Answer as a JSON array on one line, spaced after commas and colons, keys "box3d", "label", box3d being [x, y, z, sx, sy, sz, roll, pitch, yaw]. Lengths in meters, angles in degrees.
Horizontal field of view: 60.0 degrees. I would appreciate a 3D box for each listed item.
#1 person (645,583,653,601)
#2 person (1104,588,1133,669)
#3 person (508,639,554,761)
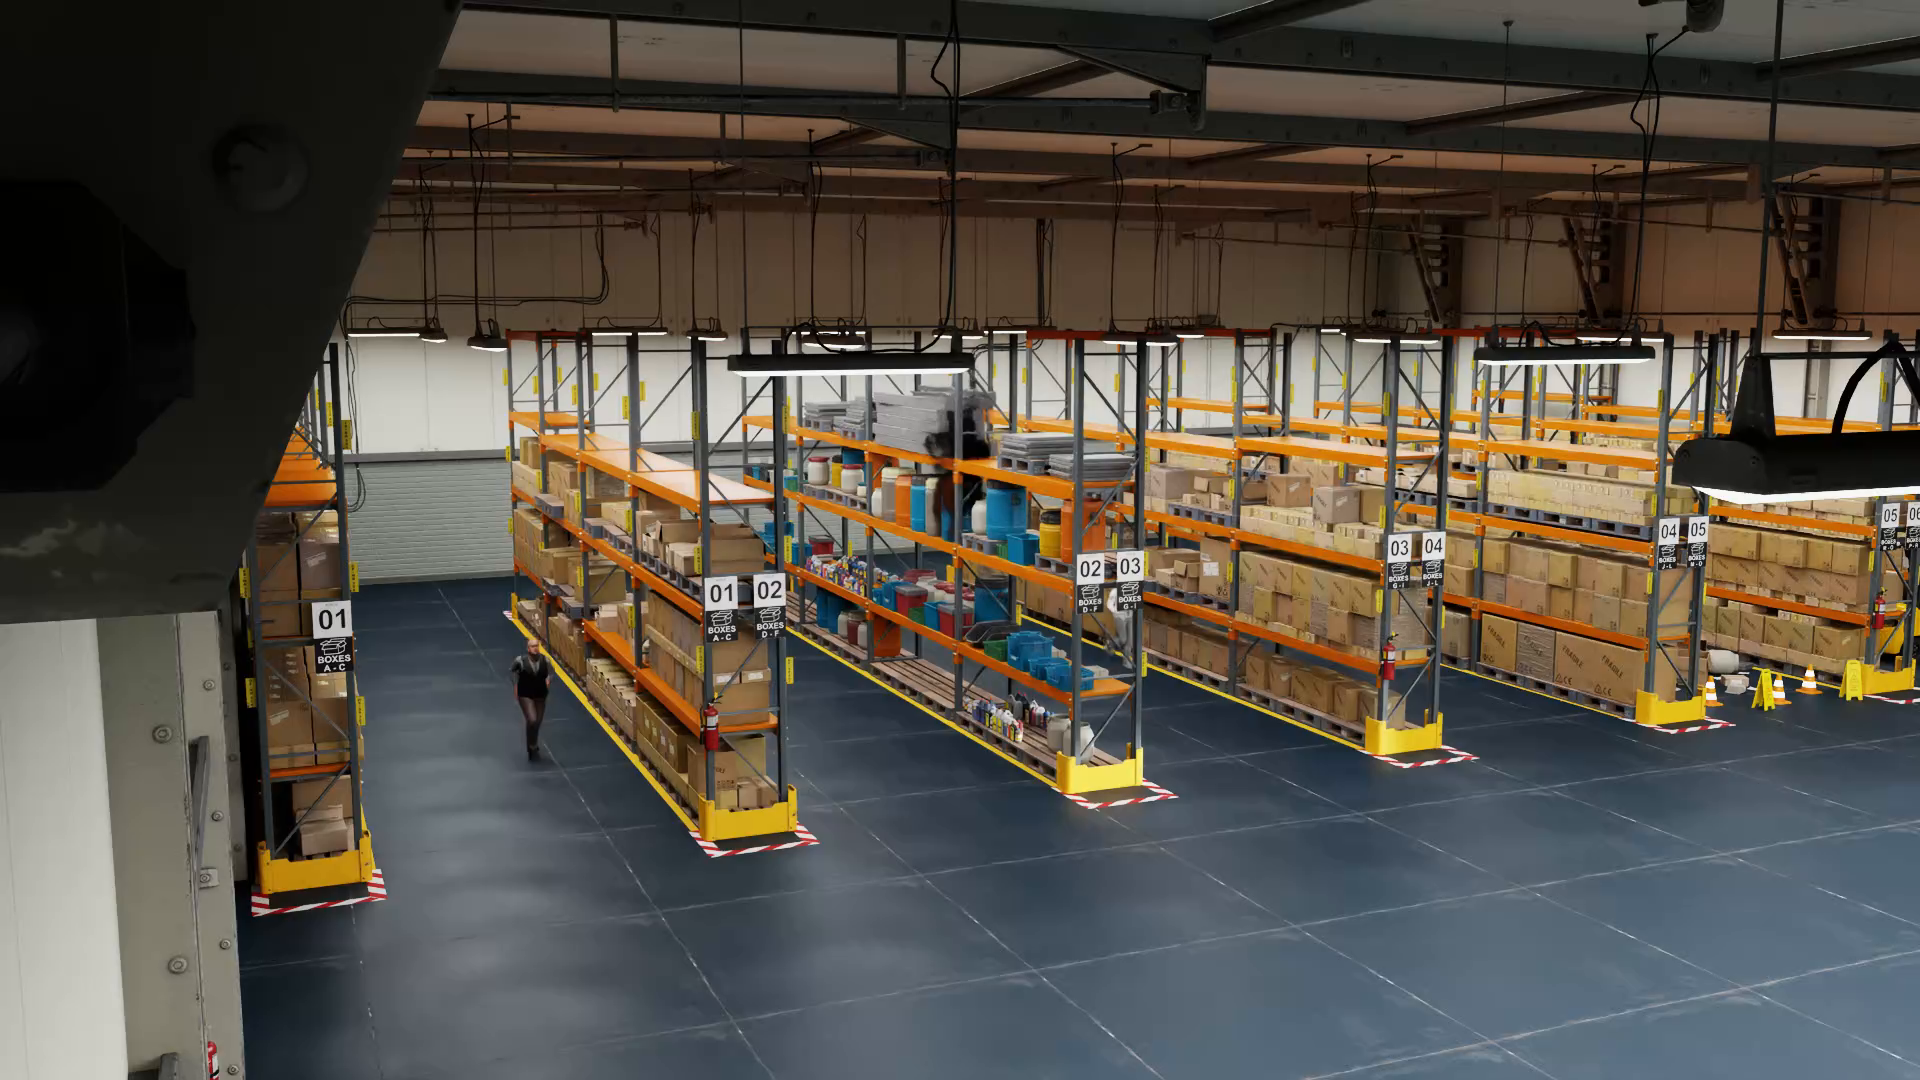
[{"box3d": [-6.263, 0.866, 33.887, 0.606, 1.827, 0.818, -4, 9, -29], "label": "person"}, {"box3d": [2.793, 1.341, 28.582, 0.617, 1.681, 0.696, -5, 9, -33], "label": "person"}, {"box3d": [-6.106, 2.270, 23.820, 0.579, 1.759, 0.864, -5, 9, -34], "label": "person"}]
